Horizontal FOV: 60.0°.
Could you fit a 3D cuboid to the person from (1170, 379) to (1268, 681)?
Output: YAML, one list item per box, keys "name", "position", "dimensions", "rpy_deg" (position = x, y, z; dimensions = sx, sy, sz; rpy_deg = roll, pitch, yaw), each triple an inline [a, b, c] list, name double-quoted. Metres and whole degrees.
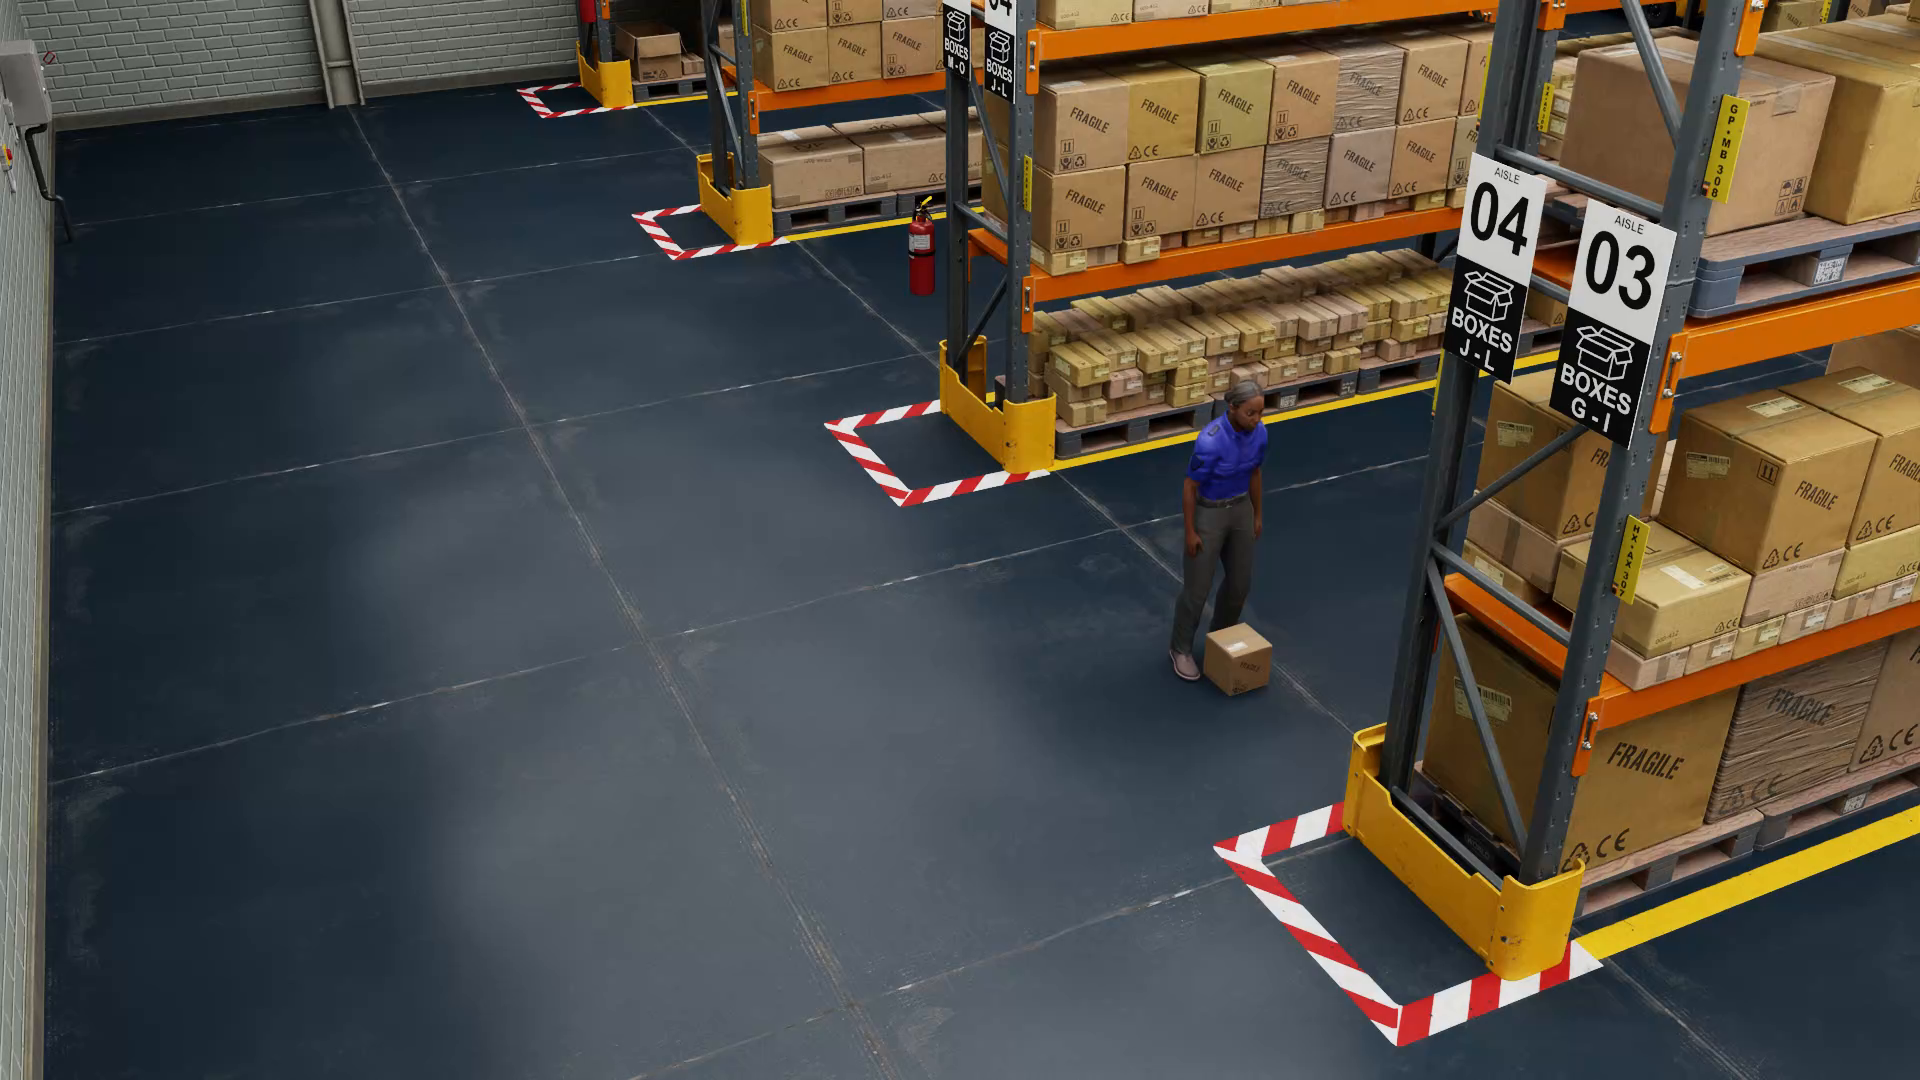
- name: "person"
  position: [1.352, -0.084, 8.600]
  dimensions: [0.524, 1.653, 0.348]
  rpy_deg: [-15, 33, -25]
